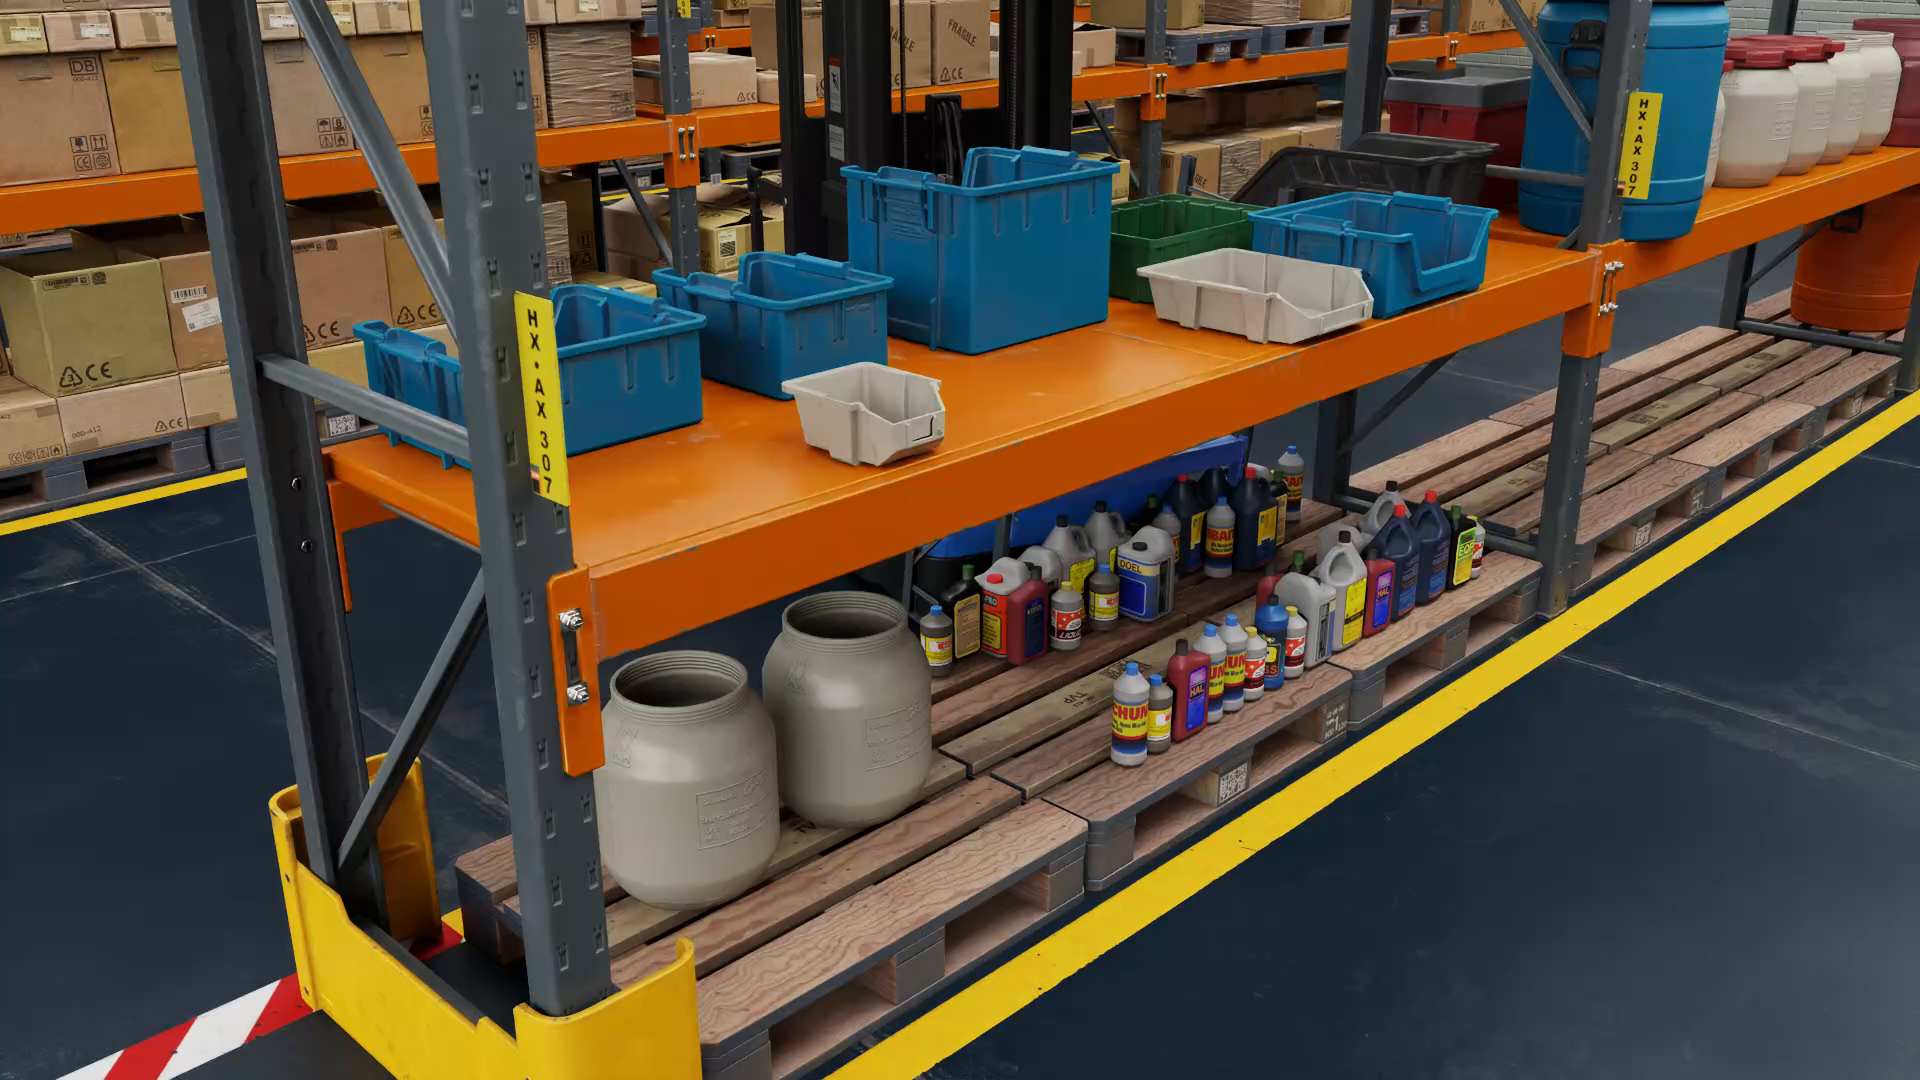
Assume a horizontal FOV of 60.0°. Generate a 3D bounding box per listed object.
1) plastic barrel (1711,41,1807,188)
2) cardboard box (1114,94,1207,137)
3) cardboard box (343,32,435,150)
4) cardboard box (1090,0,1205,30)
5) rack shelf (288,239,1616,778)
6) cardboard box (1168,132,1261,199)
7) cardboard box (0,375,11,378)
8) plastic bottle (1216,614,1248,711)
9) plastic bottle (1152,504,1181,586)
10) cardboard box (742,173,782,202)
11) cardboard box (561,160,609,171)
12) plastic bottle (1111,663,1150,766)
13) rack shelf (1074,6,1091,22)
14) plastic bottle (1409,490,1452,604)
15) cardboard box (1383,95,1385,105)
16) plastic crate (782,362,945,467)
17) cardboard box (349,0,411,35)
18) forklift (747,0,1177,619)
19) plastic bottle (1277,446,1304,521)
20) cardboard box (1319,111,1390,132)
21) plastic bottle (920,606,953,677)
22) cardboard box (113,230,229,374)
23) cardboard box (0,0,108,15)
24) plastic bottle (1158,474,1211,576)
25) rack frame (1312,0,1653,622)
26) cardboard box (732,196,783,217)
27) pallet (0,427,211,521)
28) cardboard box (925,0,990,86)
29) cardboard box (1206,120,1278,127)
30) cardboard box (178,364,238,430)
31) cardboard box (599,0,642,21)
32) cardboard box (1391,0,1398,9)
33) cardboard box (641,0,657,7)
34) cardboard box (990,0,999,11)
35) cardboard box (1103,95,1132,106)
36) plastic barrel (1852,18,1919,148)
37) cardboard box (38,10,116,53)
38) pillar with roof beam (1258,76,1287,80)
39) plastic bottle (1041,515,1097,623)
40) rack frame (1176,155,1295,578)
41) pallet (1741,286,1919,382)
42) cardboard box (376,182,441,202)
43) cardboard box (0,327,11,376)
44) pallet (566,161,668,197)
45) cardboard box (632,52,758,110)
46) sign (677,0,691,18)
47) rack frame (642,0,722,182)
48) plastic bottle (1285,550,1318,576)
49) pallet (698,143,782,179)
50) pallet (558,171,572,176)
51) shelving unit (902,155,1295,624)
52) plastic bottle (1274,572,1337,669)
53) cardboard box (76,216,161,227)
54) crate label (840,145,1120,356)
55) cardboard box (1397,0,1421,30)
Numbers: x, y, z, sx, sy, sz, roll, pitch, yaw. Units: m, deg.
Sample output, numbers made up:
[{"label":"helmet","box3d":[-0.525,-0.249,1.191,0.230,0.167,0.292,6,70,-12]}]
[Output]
[{"label":"plastic barrel","box3d":[3.090,-1.697,6.620,0.433,0.535,0.433,0,21,0]},{"label":"cardboard box","box3d":[1.518,-3.226,12.614,0.500,0.250,0.500,-19,28,-40]},{"label":"cardboard box","box3d":[-2.814,-2.161,7.876,0.500,0.500,0.700,-20,28,-41]},{"label":"cardboard box","box3d":[1.356,-3.956,11.961,0.700,0.500,0.500,9,23,23]},{"label":"rack shelf","box3d":[0.358,-0.404,4.448,1.077,0.370,4.000,19,28,41]},{"label":"cardboard box","box3d":[1.881,-2.743,12.401,0.500,0.500,0.500,18,27,39]},{"label":"cardboard box","box3d":[-4.421,-0.591,7.179,0.500,0.250,0.500,19,28,41]},{"label":"plastic bottle","box3d":[0.760,0.340,4.698,0.097,0.271,0.097,0,21,0]},{"label":"plastic bottle","box3d":[0.686,0.013,5.549,0.097,0.271,0.097,0,21,0]},{"label":"cardboard box","box3d":[-1.007,-2.108,10.344,0.500,0.311,0.500,19,28,40]},{"label":"cardboard box","box3d":[-3.462,-3.499,14.368,0.700,0.500,0.500,19,28,41]},{"label":"plastic bottle","box3d":[0.451,0.454,4.402,0.097,0.271,0.097,0,21,0]},{"label":"rack shelf","box3d":[1.632,-5.968,18.925,1.077,0.370,4.000,19,28,41]},{"label":"plastic bottle","box3d":[1.511,0.015,5.435,0.144,0.351,0.185,18,28,39]},{"label":"cardboard box","box3d":[3.982,-3.807,15.170,0.500,0.500,0.500,19,28,41]},{"label":"plastic crate","box3d":[-0.182,-0.252,3.418,0.298,0.136,0.250,19,28,41]},{"label":"cardboard box","box3d":[-2.716,-2.395,7.581,0.250,0.149,0.380,-19,28,-41]},{"label":"forklift","box3d":[-0.261,-1.572,6.578,1.130,2.935,3.031,-9,23,-23]},{"label":"plastic bottle","box3d":[1.217,-0.214,6.140,0.097,0.271,0.097,0,21,0]},{"label":"cardboard box","box3d":[3.298,-3.266,13.763,0.500,0.500,0.500,19,28,41]},{"label":"plastic bottle","box3d":[-0.070,0.293,4.918,0.097,0.201,0.097,0,21,0]},{"label":"cardboard box","box3d":[-3.363,-1.072,7.385,0.500,0.500,0.500,19,28,41]},{"label":"cardboard box","box3d":[-3.848,-2.386,6.653,0.700,0.500,0.500,18,28,39]},{"label":"plastic bottle","box3d":[0.762,-0.071,5.657,0.144,0.351,0.185,18,27,38]},{"label":"rack frame","box3d":[1.754,-1.254,5.657,1.000,3.000,0.127,19,28,41]},{"label":"cardboard box","box3d":[-0.973,-1.840,9.648,0.500,0.311,0.500,19,28,40]},{"label":"pallet","box3d":[-4.080,-0.372,7.248,1.003,0.211,1.213,19,28,41]},{"label":"cardboard box","box3d":[-0.161,-3.134,10.409,0.500,0.500,0.500,17,27,38]},{"label":"cardboard box","box3d":[2.205,-3.130,13.409,0.500,0.500,0.500,18,27,39]},{"label":"cardboard box","box3d":[-3.354,-0.719,7.512,0.500,0.250,0.500,19,28,41]},{"label":"cardboard box","box3d":[-1.829,-2.721,8.429,0.380,0.149,0.250,19,28,41]},{"label":"cardboard box","box3d":[3.297,-4.728,13.970,0.700,0.500,0.500,9,23,23]},{"label":"cardboard box","box3d":[-2.875,-4.891,14.365,0.700,0.500,0.500,15,26,35]},{"label":"cardboard box","box3d":[0.203,-5.524,17.089,0.380,0.149,0.250,20,28,41]},{"label":"cardboard box","box3d":[1.544,-5.246,18.940,0.500,0.500,0.700,-19,28,-41]},{"label":"plastic barrel","box3d":[4.437,-2.151,7.800,0.600,0.536,0.708,19,28,41]},{"label":"cardboard box","box3d":[-3.620,-2.060,6.709,0.380,0.149,0.250,19,28,40]},{"label":"pillar with roof beam","box3d":[7.375,-9.452,18.623,9.100,9.000,0.400,19,28,41]},{"label":"plastic bottle","box3d":[0.335,0.086,5.248,0.185,0.351,0.144,-19,28,-40]},{"label":"rack frame","box3d":[0.843,-0.531,5.772,0.032,1.500,0.500,-13,31,-34]},{"label":"pallet","box3d":[5.064,-1.194,9.387,1.003,0.211,1.213,19,28,41]},{"label":"cardboard box","box3d":[-2.684,-1.586,8.722,0.500,0.500,0.500,19,28,41]},{"label":"cardboard box","box3d":[-4.422,-0.942,7.045,0.500,0.500,0.500,19,28,41]},{"label":"pallet","box3d":[-3.100,-3.260,14.762,1.003,0.211,1.213,19,28,41]},{"label":"cardboard box","box3d":[-1.481,-2.562,9.269,0.500,0.250,0.500,-18,27,-39]},{"label":"sign","box3d":[-1.394,-2.797,8.355,0.100,0.325,0.005,19,28,41]},{"label":"rack frame","box3d":[-2.554,-4.762,14.783,1.000,3.000,0.127,19,28,41]},{"label":"plastic bottle","box3d":[1.060,0.159,5.152,0.061,0.283,0.133,19,28,41]},{"label":"pallet","box3d":[-1.950,-3.644,15.761,1.003,0.211,1.213,19,28,41]},{"label":"pallet","box3d":[-3.951,-2.948,13.950,1.003,0.211,1.213,19,28,41]},{"label":"shelving unit","box3d":[0.433,-0.435,5.487,1.048,1.500,0.538,-13,31,-34]},{"label":"plastic bottle","box3d":[1.036,0.223,4.998,0.135,0.276,0.152,-20,28,-41]},{"label":"cardboard box","box3d":[-6.040,-2.496,11.757,0.500,0.500,0.500,17,27,37]},{"label":"crate label","box3d":[0.053,-0.783,4.382,0.502,0.435,0.616,19,28,41]},{"label":"cardboard box","box3d":[3.953,-4.791,14.718,0.500,0.500,0.500,-20,28,-41]}]
